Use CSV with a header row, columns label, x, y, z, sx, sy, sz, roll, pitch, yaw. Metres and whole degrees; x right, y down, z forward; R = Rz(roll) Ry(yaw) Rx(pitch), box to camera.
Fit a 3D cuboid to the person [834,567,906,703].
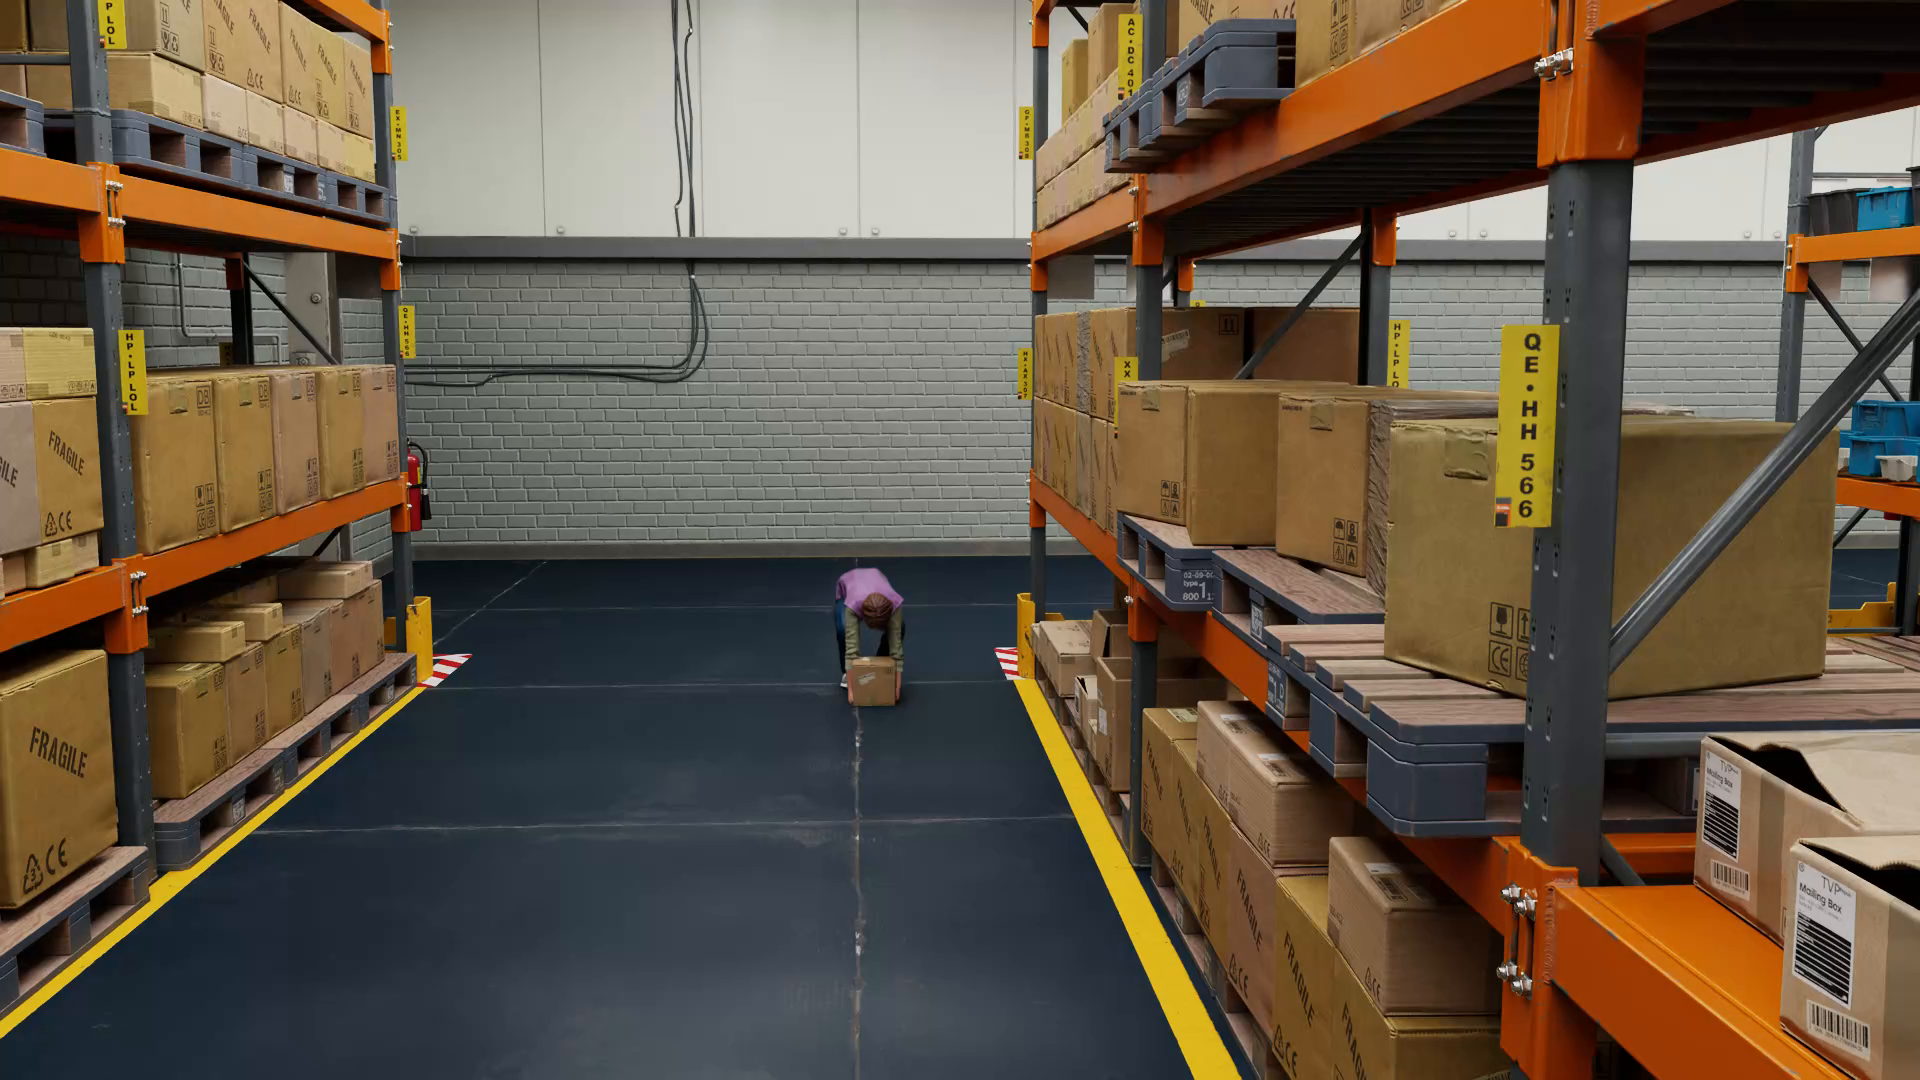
label,x,y,z,sx,sy,sz,roll,pitch,yaw
person,-0.552,0.574,10.232,0.429,0.773,0.873,-1,7,-9
